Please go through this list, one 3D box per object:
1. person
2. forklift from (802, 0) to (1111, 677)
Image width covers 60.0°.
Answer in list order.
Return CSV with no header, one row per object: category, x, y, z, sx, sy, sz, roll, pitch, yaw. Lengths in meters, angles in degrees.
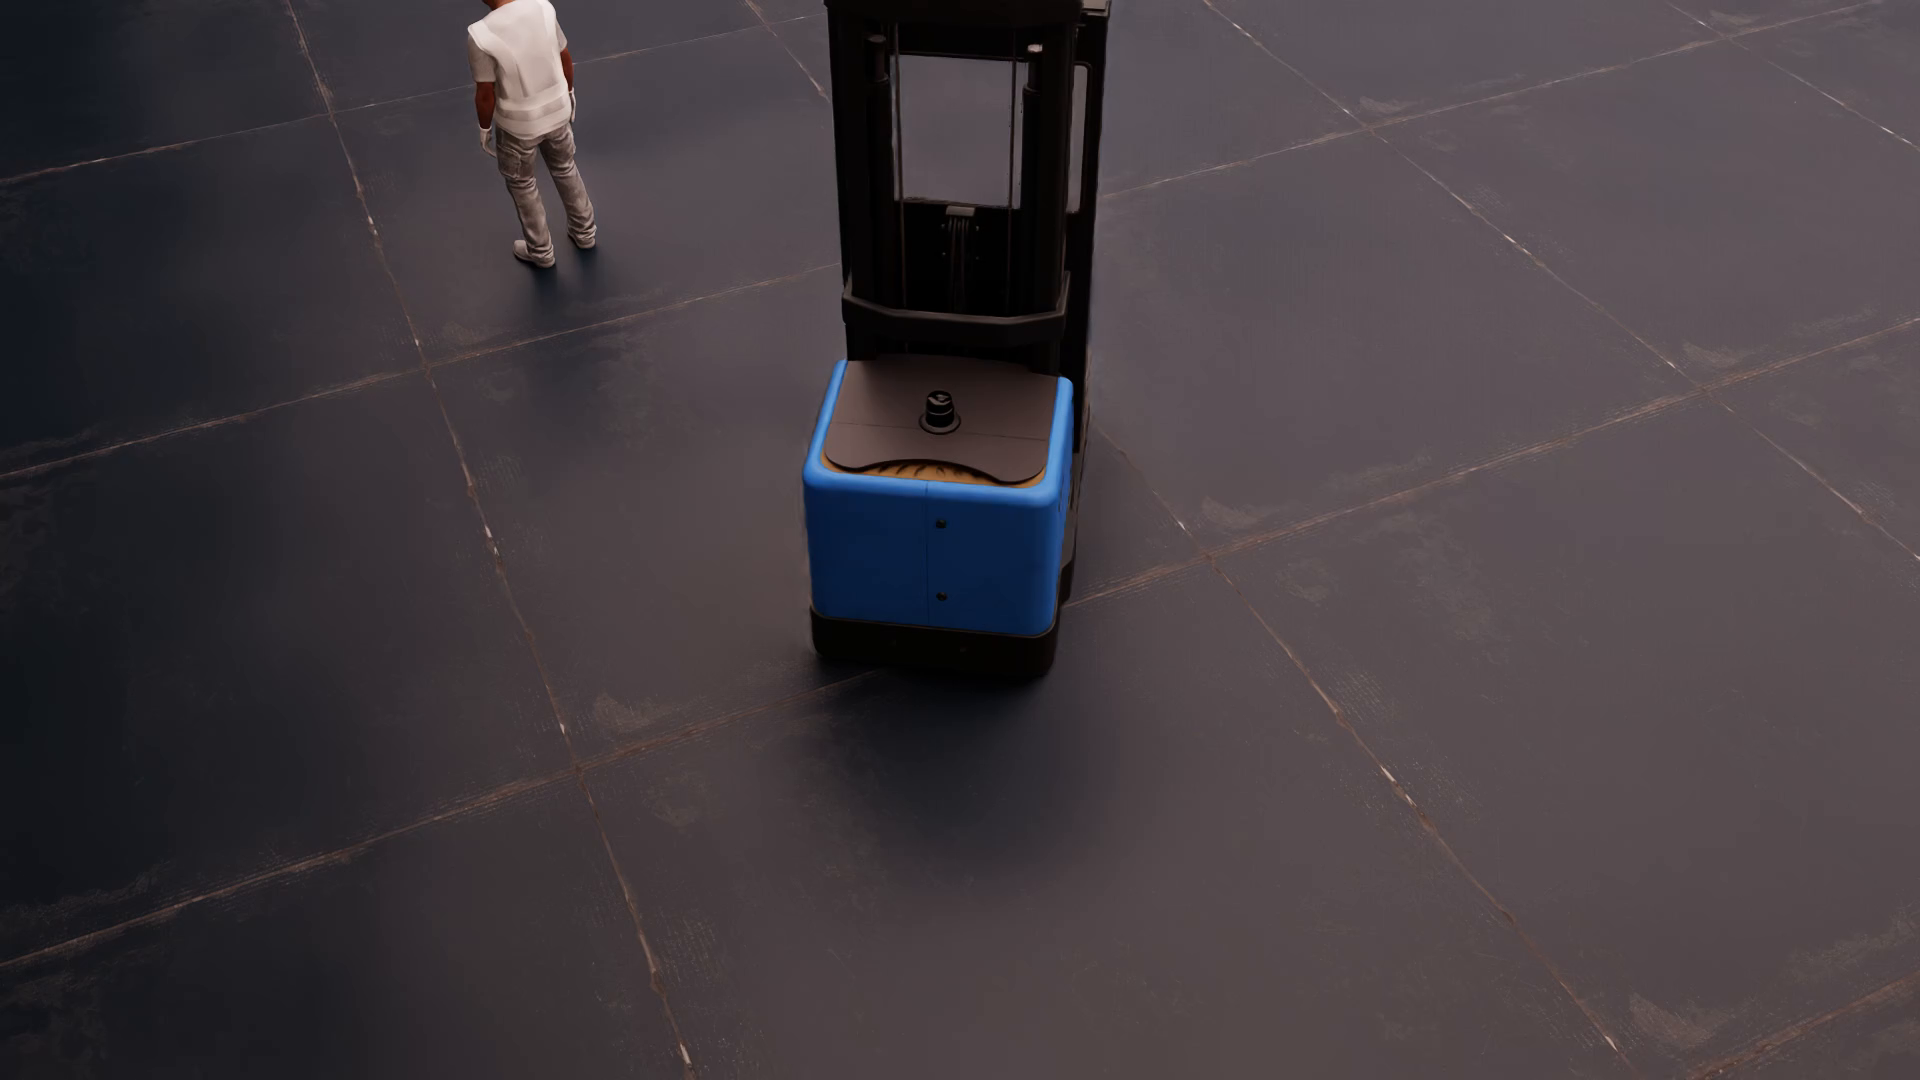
person,-2.342,-2.310,9.007,0.450,1.772,0.619,34,53,31
forklift,0.061,-1.498,7.285,1.130,2.935,3.031,5,43,5
